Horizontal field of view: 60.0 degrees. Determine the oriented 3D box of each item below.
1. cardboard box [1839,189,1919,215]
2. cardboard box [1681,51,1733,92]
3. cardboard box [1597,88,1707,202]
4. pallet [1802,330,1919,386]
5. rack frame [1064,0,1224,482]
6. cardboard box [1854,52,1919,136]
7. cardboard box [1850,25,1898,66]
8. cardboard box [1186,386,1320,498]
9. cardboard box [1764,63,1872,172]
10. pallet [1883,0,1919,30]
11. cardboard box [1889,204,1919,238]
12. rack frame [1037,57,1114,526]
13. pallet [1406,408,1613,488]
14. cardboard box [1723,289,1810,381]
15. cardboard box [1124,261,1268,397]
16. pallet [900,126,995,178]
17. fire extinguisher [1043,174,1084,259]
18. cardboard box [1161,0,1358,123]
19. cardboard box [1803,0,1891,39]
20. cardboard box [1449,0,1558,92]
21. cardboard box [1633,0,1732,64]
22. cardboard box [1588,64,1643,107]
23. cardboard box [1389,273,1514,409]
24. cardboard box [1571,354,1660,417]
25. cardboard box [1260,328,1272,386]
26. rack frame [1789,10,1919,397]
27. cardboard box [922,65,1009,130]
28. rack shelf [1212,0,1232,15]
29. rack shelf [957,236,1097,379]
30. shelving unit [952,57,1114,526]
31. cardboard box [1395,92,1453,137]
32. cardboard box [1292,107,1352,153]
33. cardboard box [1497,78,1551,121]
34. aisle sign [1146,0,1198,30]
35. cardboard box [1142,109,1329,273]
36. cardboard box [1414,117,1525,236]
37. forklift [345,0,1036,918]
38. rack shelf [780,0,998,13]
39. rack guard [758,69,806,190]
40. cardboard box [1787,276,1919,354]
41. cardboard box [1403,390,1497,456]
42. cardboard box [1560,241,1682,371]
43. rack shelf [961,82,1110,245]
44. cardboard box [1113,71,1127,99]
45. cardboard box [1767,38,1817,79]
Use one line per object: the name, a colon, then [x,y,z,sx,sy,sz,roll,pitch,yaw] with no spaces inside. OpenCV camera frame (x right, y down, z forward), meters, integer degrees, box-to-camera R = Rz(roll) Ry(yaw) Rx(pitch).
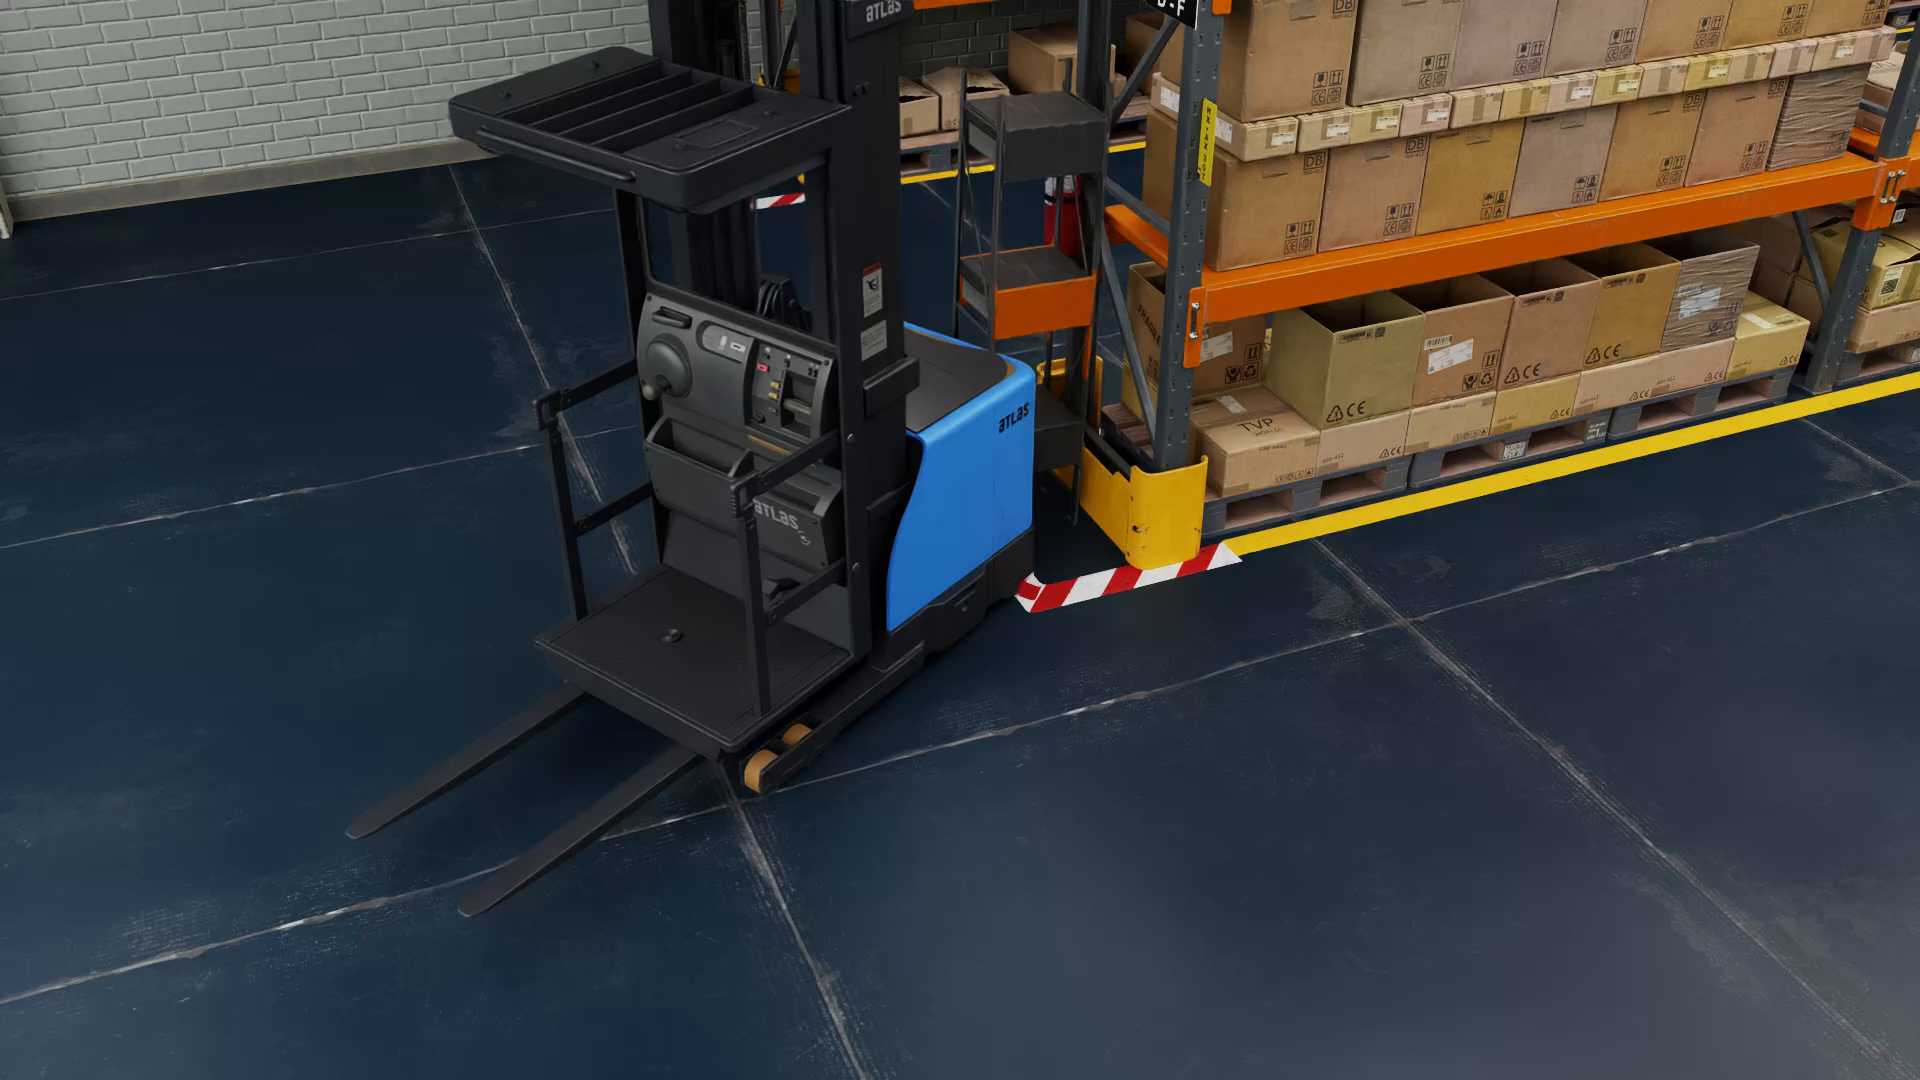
cardboard box: [5.188,-1.891,9.528,0.500,0.311,0.500,-12,35,-18]
cardboard box: [3.342,-2.224,7.732,0.250,0.149,0.380,-13,35,-19]
cardboard box: [3.094,-2.016,8.006,0.500,0.500,0.700,-12,35,-18]
pallet: [5.113,-1.296,9.548,1.213,0.211,1.003,-13,35,-19]
rack frame: [0.761,-1.445,7.221,0.127,3.000,1.000,-13,35,-19]
cardboard box: [4.886,-2.353,8.753,0.500,0.250,0.500,-11,35,-16]
cardboard box: [4.281,-2.438,8.061,0.250,0.149,0.380,-13,35,-19]
cardboard box: [1.341,-0.470,7.858,0.500,0.250,0.500,-13,35,-19]
cardboard box: [4.042,-2.235,8.342,0.500,0.500,0.700,-14,36,-20]
pallet: [8.095,-4.840,14.994,1.213,0.211,1.003,-13,35,-19]
cardboard box: [5.390,-1.613,9.101,0.500,0.311,0.500,-13,35,-19]
rack frame: [0.501,-1.056,7.448,0.015,2.100,0.400,-12,35,-21]
pallet: [2.573,-0.714,8.654,1.213,0.211,1.003,-13,35,-19]
cardboard box: [4.106,-1.105,8.835,0.500,0.250,0.500,-13,35,-19]
cardboard box: [1.140,-1.046,8.055,0.500,0.500,0.500,-13,35,-19]
pallet: [-0.328,-2.936,12.069,1.213,0.211,1.003,-13,35,-19]
fire extinguisher: [0.472,-1.621,7.562,0.183,0.674,0.296,-13,35,-19]
cardboard box: [1.245,-2.134,6.998,0.500,0.500,0.700,-13,35,-19]
cardboard box: [4.042,-2.778,7.989,0.500,0.500,0.700,-13,35,-19]
cardboard box: [2.192,-2.355,7.337,0.500,0.500,0.700,-13,35,-19]
cardboard box: [3.115,-2.566,7.662,0.500,0.500,0.700,-13,35,-19]
cardboard box: [2.866,-2.113,7.561,0.250,0.149,0.380,-12,35,-17]
cardboard box: [2.258,-1.003,7.989,0.500,0.500,0.500,-13,35,-19]
cardboard box: [3.186,-0.892,8.506,0.500,0.250,0.500,-13,35,-19]
cardboard box: [1.597,-0.842,8.430,0.500,0.250,0.500,-13,35,-19]
rack frame: [4.449,-2.290,8.519,0.127,3.000,1.000,-13,35,-19]
cardboard box: [0.038,-3.214,12.001,0.500,0.311,0.500,-10,34,-15]
rack shelf: [2.605,-2.823,7.248,4.000,0.370,1.077,-13,35,-19]
rack shelf: [0.278,-0.998,7.367,0.480,0.518,0.431,-12,35,-21]
shelving unit: [0.278,-1.010,7.360,0.503,2.100,0.431,-12,35,-21]
cardboard box: [1.912,-1.895,7.225,0.250,0.149,0.380,-13,35,-20]
cardboard box: [1.448,-1.791,7.065,0.250,0.149,0.380,-14,36,-20]
cardboard box: [2.392,-2.006,7.397,0.250,0.149,0.380,-13,35,-20]
aisle sign: [0.819,-2.367,6.254,0.004,0.787,0.394,-13,35,-19]
cardboard box: [1.196,-1.579,7.335,0.500,0.500,0.700,-13,35,-19]
cardboard box: [2.138,-1.794,7.666,0.500,0.500,0.700,-13,35,-19]
forklift: [-0.960,-0.573,5.943,1.130,2.935,3.031,22,39,30]
rack shelf: [0.684,-4.056,11.893,4.000,0.370,1.077,-13,35,-19]
rack guard: [-1.090,-2.904,11.754,0.348,0.500,1.175,-13,35,-19]
cardboard box: [4.917,-1.274,9.093,0.500,0.250,0.500,-14,35,-20]
cardboard box: [2.262,-0.683,8.185,0.500,0.250,0.500,-13,35,-19]
cardboard box: [3.181,-1.212,8.312,0.500,0.500,0.500,-13,35,-19]
rack shelf: [0.302,-1.591,6.995,0.480,0.518,0.431,-12,35,-21]
cardboard box: [1.045,-3.442,12.500,0.250,0.149,0.380,-16,36,-23]
cardboard box: [3.812,-2.331,7.895,0.250,0.149,0.380,-14,36,-20]
